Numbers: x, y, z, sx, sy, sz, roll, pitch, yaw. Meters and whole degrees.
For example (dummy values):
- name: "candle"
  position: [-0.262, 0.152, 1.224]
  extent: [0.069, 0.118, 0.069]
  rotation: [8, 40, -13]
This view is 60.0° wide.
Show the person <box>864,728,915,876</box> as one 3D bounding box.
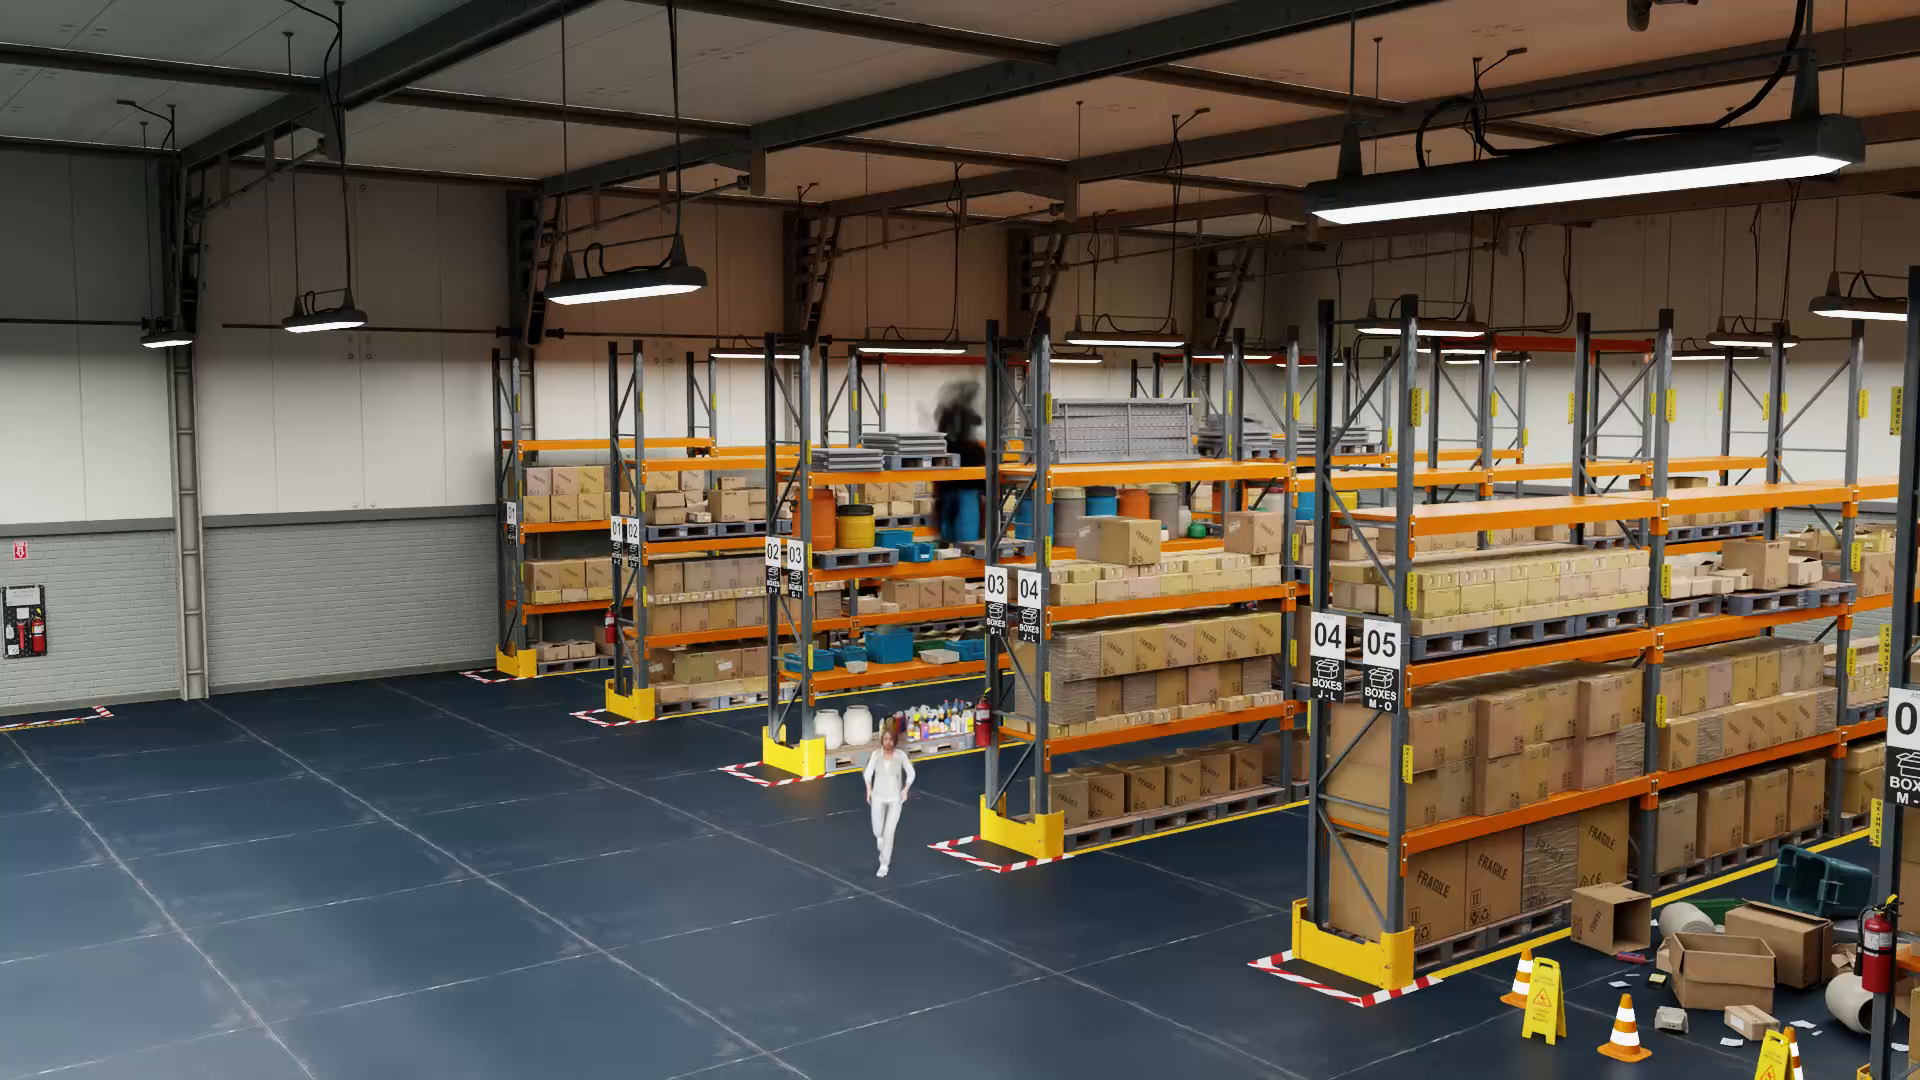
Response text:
- name: "person"
  position: [-0.766, 2.812, 18.061]
  extent: [0.554, 1.568, 0.659]
  rotation: [0, 5, 4]

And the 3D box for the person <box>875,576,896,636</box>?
- name: "person"
  position: [-1.414, 1.523, 31.403]
  extent: [0.596, 1.696, 0.640]
  rotation: [-4, 6, -38]
